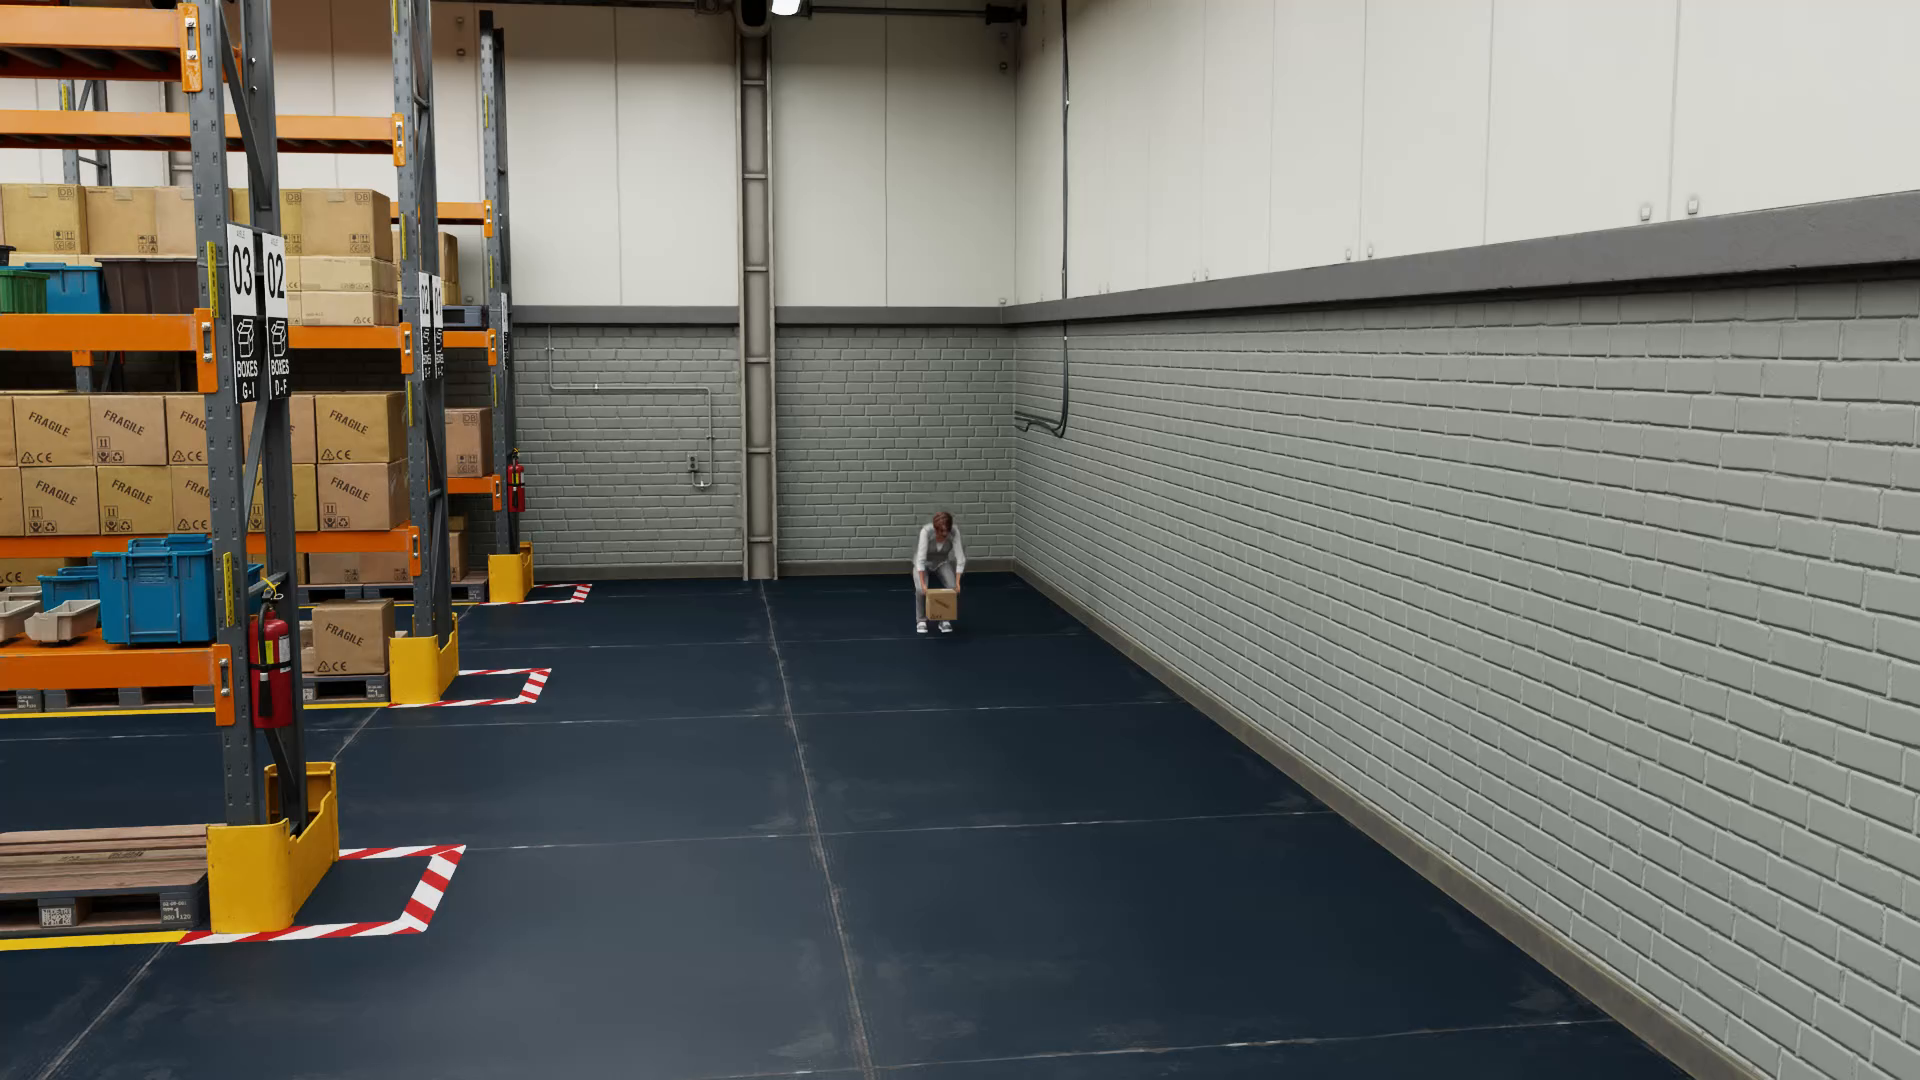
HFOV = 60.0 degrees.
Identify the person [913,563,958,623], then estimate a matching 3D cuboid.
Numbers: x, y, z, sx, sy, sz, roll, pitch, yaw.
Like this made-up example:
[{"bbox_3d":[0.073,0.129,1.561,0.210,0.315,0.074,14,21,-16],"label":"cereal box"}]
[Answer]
[{"bbox_3d":[-0.237,0.466,15.575,0.417,0.636,0.484,-1,7,-9],"label":"person"}]
